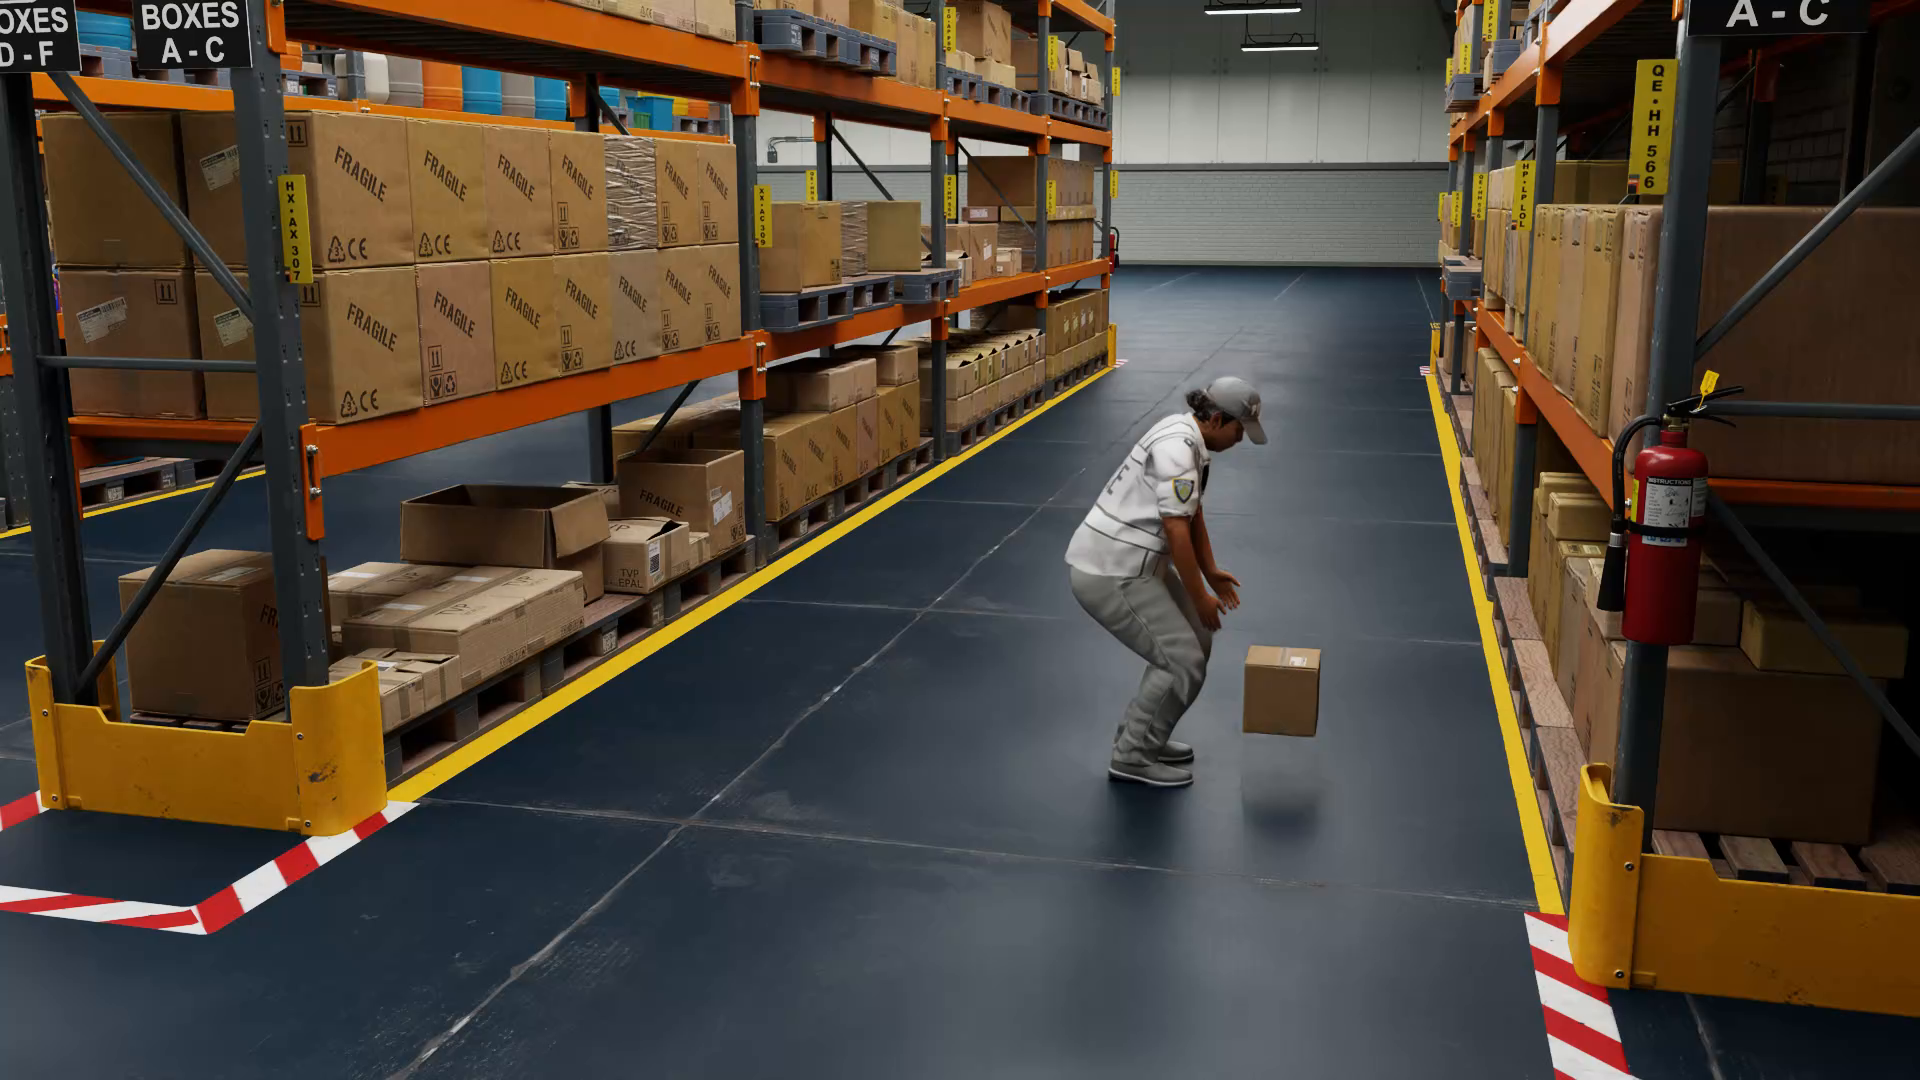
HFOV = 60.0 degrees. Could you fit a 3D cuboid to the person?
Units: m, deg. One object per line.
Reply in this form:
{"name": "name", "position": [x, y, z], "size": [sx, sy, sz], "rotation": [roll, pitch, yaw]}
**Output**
{"name": "person", "position": [0.728, 0.129, 5.926], "size": [0.691, 1.432, 0.532], "rotation": [3, 12, 14]}
